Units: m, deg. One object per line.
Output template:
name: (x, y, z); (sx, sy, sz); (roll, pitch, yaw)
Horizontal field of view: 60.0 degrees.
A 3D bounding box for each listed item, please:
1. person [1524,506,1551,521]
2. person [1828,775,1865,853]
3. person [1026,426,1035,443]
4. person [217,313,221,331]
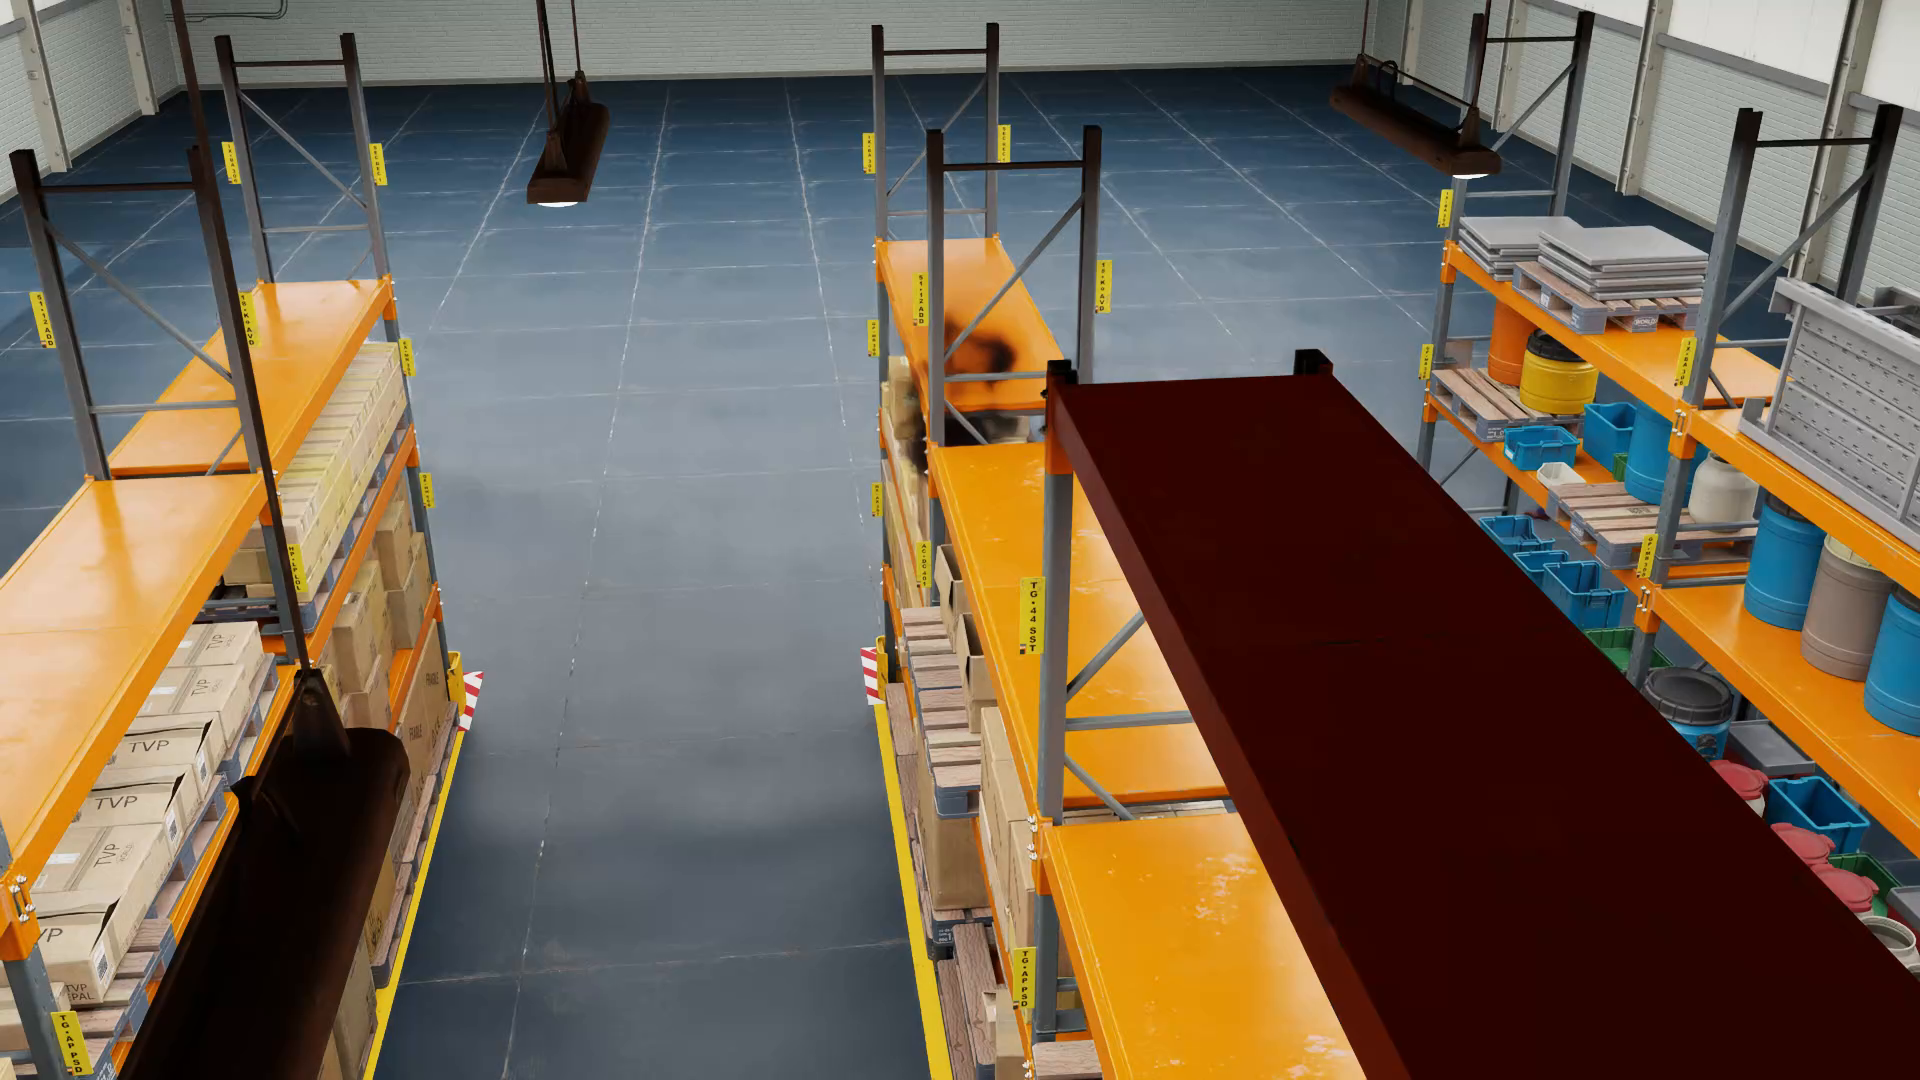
person: (6.832, -0.932, 18.623); (0.769, 1.603, 0.621); (9, 27, 19)
person: (6.735, 1.905, 12.514); (0.562, 1.716, 0.878); (-7, 26, -15)
person: (0.650, -1.819, 20.348); (0.647, 1.717, 0.642); (7, 26, 14)
person: (-9.447, -2.501, 21.819); (0.587, 1.684, 0.670); (12, 28, 24)
